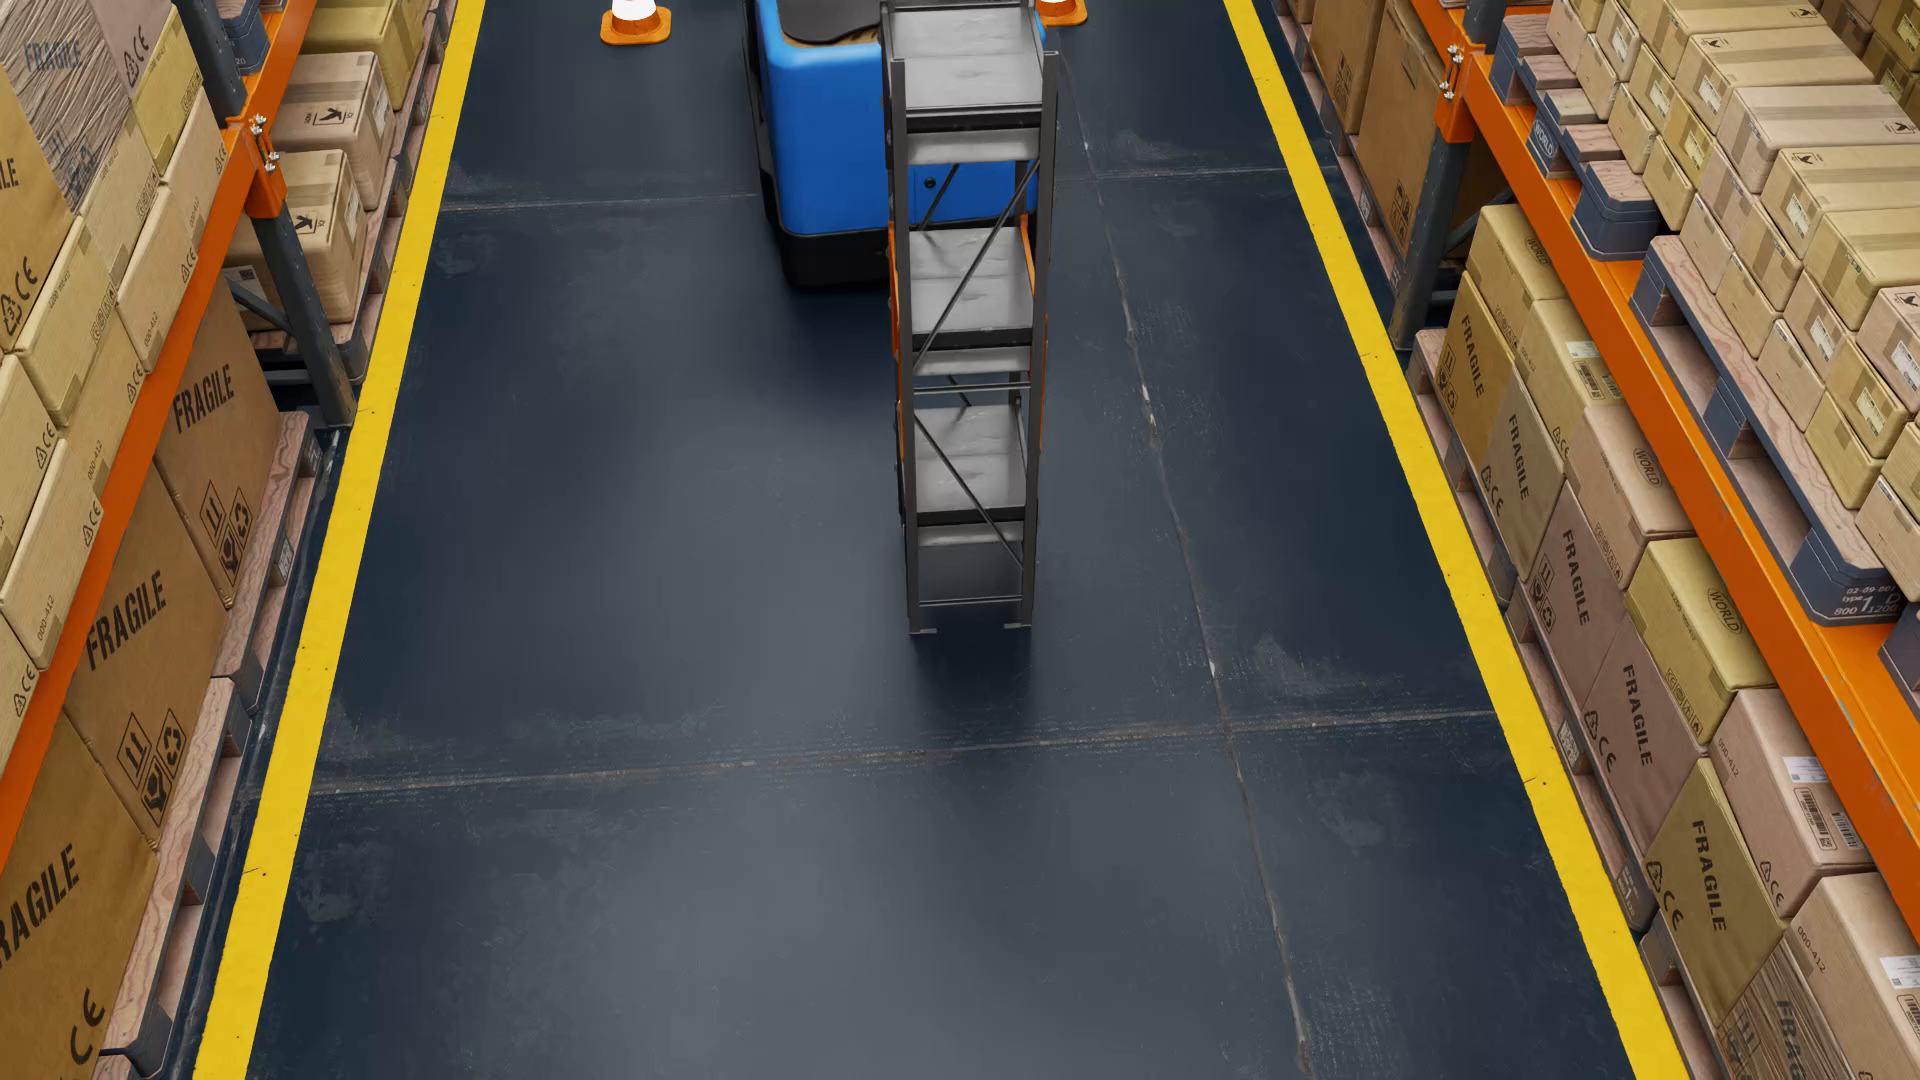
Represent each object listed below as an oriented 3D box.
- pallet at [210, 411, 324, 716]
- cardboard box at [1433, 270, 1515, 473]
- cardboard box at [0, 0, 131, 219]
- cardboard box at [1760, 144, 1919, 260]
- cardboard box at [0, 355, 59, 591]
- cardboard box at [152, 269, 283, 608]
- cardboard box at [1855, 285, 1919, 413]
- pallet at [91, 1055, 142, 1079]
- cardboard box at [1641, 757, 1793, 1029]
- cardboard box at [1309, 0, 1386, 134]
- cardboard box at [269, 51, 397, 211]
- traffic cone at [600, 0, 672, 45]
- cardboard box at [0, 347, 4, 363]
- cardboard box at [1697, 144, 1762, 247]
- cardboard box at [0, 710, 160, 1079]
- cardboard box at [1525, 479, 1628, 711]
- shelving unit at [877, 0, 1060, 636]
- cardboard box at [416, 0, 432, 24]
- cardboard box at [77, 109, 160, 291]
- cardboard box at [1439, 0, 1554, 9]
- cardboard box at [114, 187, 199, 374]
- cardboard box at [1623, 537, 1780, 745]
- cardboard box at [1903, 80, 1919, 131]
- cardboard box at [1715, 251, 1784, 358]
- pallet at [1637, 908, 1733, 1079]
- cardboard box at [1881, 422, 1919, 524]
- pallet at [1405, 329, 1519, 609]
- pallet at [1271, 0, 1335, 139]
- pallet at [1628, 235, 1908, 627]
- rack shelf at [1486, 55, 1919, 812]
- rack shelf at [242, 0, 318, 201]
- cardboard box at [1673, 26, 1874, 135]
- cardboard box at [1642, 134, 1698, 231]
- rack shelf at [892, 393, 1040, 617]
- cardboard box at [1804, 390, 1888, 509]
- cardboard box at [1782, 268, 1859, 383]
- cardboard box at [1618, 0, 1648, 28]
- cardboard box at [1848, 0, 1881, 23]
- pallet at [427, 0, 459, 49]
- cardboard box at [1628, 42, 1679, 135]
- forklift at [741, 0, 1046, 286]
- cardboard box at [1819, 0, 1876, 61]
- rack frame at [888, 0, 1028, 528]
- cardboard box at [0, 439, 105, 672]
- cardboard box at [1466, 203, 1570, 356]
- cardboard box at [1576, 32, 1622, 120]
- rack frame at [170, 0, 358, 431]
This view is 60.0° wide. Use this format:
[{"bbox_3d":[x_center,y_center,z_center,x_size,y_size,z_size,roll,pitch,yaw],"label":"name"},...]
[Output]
[{"bbox_3d":[-2.754,0.077,5.532,1.003,0.211,1.213,-3,47,-3],"label":"pallet"},{"bbox_3d":[1.984,-0.588,5.674,0.500,0.500,0.500,-5,47,-5],"label":"cardboard box"},{"bbox_3d":[-2.390,-1.106,3.974,0.500,0.500,0.500,-3,47,-3],"label":"cardboard box"},{"bbox_3d":[2.136,-0.796,3.912,0.380,0.149,0.250,-2,47,-2],"label":"cardboard box"},{"bbox_3d":[-2.298,-0.127,3.563,0.500,0.250,0.500,-5,47,-4],"label":"cardboard box"},{"bbox_3d":[-2.770,-0.366,5.205,0.875,0.875,0.875,-4,47,-4],"label":"cardboard box"},{"bbox_3d":[2.178,-0.421,3.557,0.380,0.149,0.250,-5,47,-5],"label":"cardboard box"},{"bbox_3d":[-2.550,1.842,3.860,1.003,0.211,1.213,-3,47,-3],"label":"pallet"},{"bbox_3d":[2.158,0.887,4.276,0.500,0.500,0.500,-4,47,-4],"label":"cardboard box"},{"bbox_3d":[2.141,-2.280,7.104,1.050,0.750,0.750,-3,47,-3],"label":"cardboard box"},{"bbox_3d":[-2.852,-1.640,6.758,0.950,0.372,0.625,-4,47,-4],"label":"cardboard box"},{"bbox_3d":[-1.581,-2.667,7.957,0.336,0.463,0.334,-3,47,-3],"label":"traffic cone"},{"bbox_3d":[-2.320,-0.380,3.286,0.500,0.500,0.500,-4,47,-4],"label":"cardboard box"},{"bbox_3d":[2.111,-0.877,4.194,0.380,0.149,0.250,-3,47,-3],"label":"cardboard box"},{"bbox_3d":[-2.625,0.927,3.981,0.875,0.875,0.875,-2,47,-2],"label":"cardboard box"},{"bbox_3d":[2.077,0.146,4.978,0.500,0.500,0.500,-5,47,-4],"label":"cardboard box"},{"bbox_3d":[0.014,-0.602,4.874,0.431,2.100,0.503,-3,47,-3],"label":"shelving unit"},{"bbox_3d":[-2.970,-2.692,7.755,0.950,0.372,0.625,-1,47,-1],"label":"cardboard box"},{"bbox_3d":[-2.405,-0.871,4.268,0.500,0.250,0.500,-5,47,-4],"label":"cardboard box"},{"bbox_3d":[1.874,-2.175,5.675,0.500,0.500,0.500,-3,47,-3],"label":"cardboard box"},{"bbox_3d":[-2.386,-0.686,4.438,0.500,0.250,0.500,-3,47,-3],"label":"cardboard box"},{"bbox_3d":[2.112,0.243,4.370,0.500,0.250,0.500,-5,47,-5],"label":"cardboard box"},{"bbox_3d":[2.743,-1.097,4.402,0.380,0.149,0.250,-3,47,-3],"label":"cardboard box"},{"bbox_3d":[2.128,-0.594,4.130,0.380,0.149,0.250,-3,47,-3],"label":"cardboard box"},{"bbox_3d":[2.447,1.459,4.223,1.003,0.211,1.213,-3,47,-3],"label":"pallet"},{"bbox_3d":[2.195,-0.129,3.485,0.380,0.149,0.250,-6,47,-5],"label":"cardboard box"},{"bbox_3d":[2.243,-0.307,5.895,1.003,0.211,1.213,-3,47,-3],"label":"pallet"},{"bbox_3d":[2.089,-2.328,7.809,1.003,0.211,1.213,-3,47,-3],"label":"pallet"},{"bbox_3d":[2.386,-0.335,4.134,1.003,0.211,1.213,-3,47,-3],"label":"pallet"},{"bbox_3d":[2.347,-0.204,4.238,0.919,0.124,3.809,-3,47,-3],"label":"rack shelf"},{"bbox_3d":[-2.913,-2.657,6.695,1.077,0.370,4.000,-3,47,-3],"label":"rack shelf"},{"bbox_3d":[2.088,-1.184,4.279,0.380,0.149,0.250,-5,47,-5],"label":"cardboard box"},{"bbox_3d":[2.085,-0.968,4.485,0.380,0.149,0.250,-2,47,-1],"label":"cardboard box"},{"bbox_3d":[0.014,-0.112,5.392,0.431,0.518,0.480,-3,47,-3],"label":"rack shelf"},{"bbox_3d":[2.171,-0.212,3.769,0.380,0.149,0.250,-2,47,-2],"label":"cardboard box"},{"bbox_3d":[2.155,-0.503,3.839,0.380,0.149,0.250,-2,47,-2],"label":"cardboard box"},{"bbox_3d":[2.050,-1.553,4.629,0.380,0.149,0.250,-5,47,-4],"label":"cardboard box"},{"bbox_3d":[2.696,-1.585,4.659,0.380,0.149,0.250,-4,47,-4],"label":"cardboard box"},{"bbox_3d":[-3.013,-2.829,8.284,1.003,0.211,1.213,-3,47,-3],"label":"pallet"},{"bbox_3d":[2.070,-1.240,4.538,0.380,0.149,0.250,-5,47,-5],"label":"cardboard box"},{"bbox_3d":[-0.418,-3.102,6.669,1.130,2.935,3.031,-7,47,-6],"label":"forklift"},{"bbox_3d":[2.698,-1.468,4.754,0.380,0.149,0.250,-2,47,-2],"label":"cardboard box"},{"bbox_3d":[-0.007,-0.779,5.041,0.400,2.100,0.015,-3,47,-3],"label":"rack frame"},{"bbox_3d":[-2.289,0.046,3.744,0.500,0.250,0.500,-4,47,-4],"label":"cardboard box"},{"bbox_3d":[1.996,-0.860,5.414,0.500,0.250,0.500,-5,47,-5],"label":"cardboard box"},{"bbox_3d":[2.038,-1.359,4.855,0.380,0.149,0.250,-1,47,-1],"label":"cardboard box"},{"bbox_3d":[-2.745,-1.457,5.064,1.000,3.000,0.127,-3,47,-3],"label":"rack frame"}]
